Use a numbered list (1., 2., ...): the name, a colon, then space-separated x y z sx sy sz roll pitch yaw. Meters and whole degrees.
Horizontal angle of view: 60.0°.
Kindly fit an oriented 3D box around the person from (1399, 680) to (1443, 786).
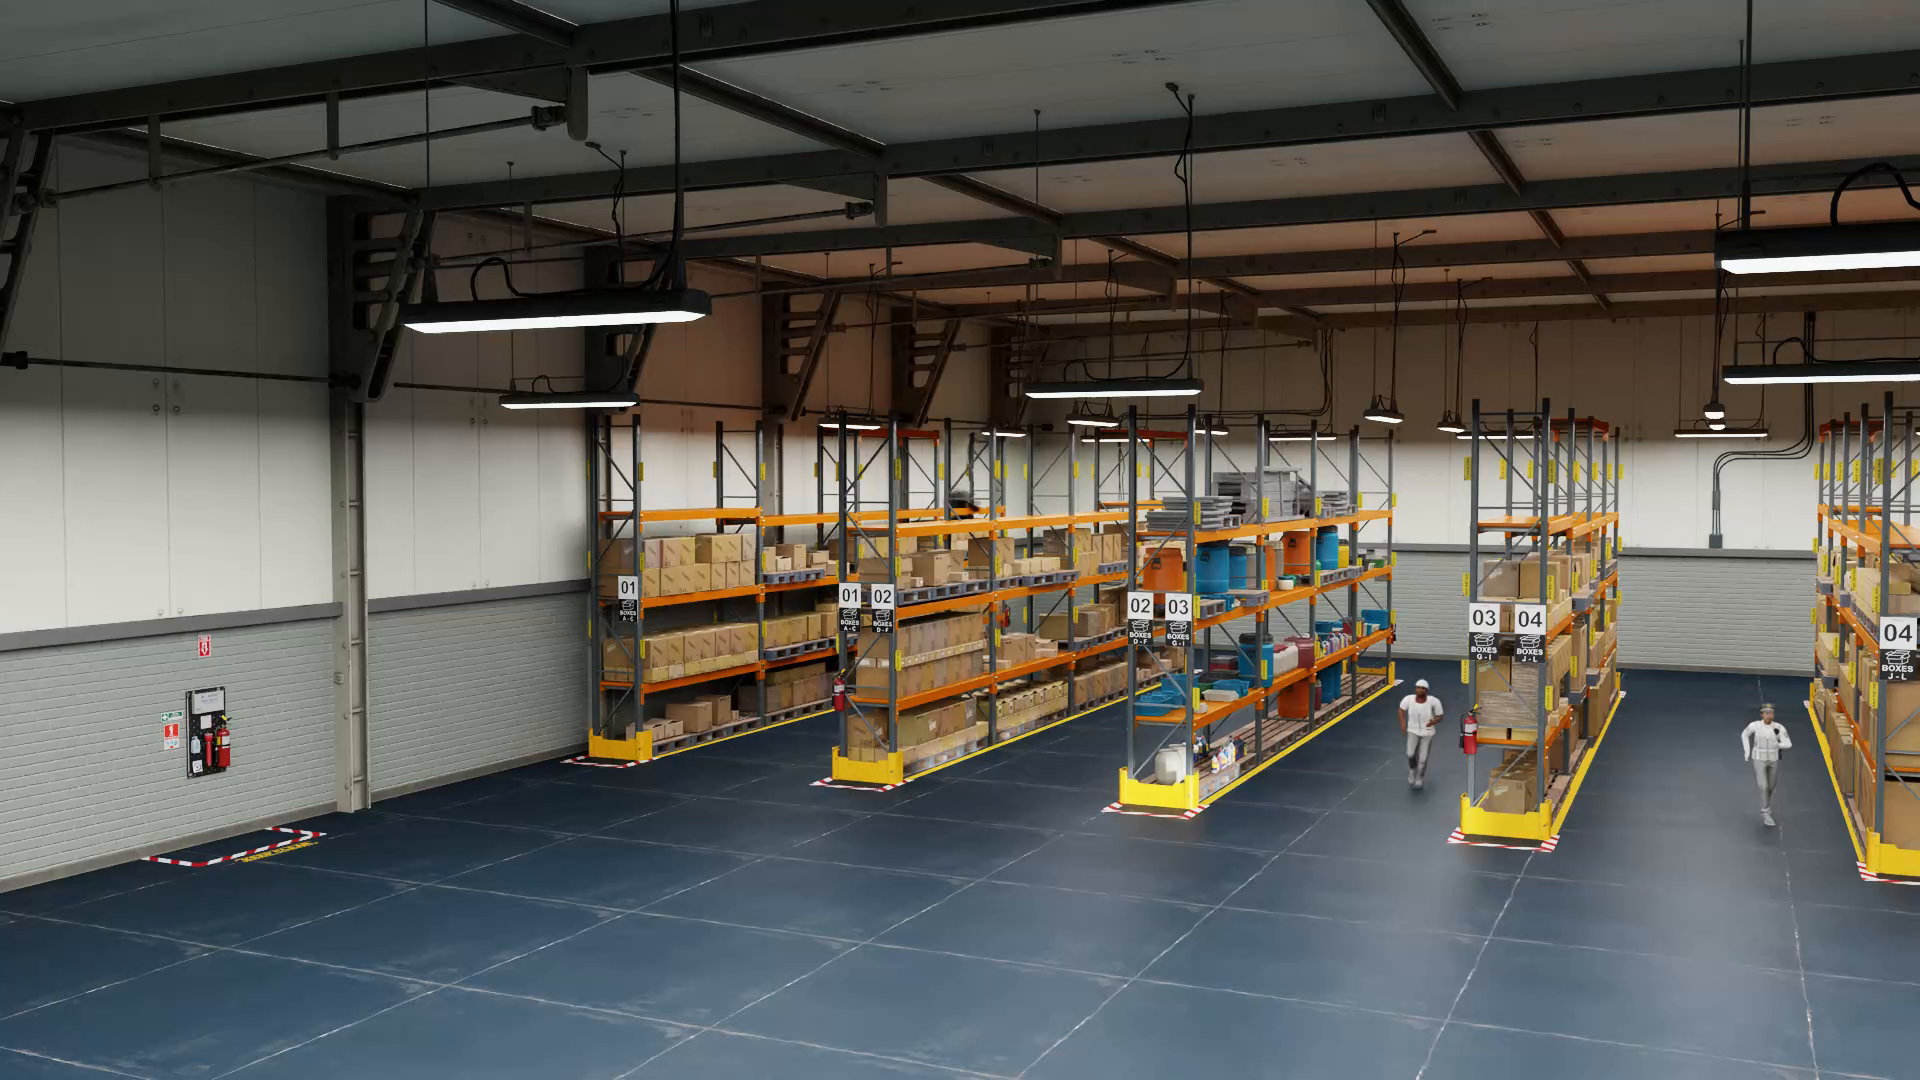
1. person: 7.251 3.049 26.200 0.695 1.717 0.646 1 2 20

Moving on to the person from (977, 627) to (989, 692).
1. person: 0.476 2.692 35.950 0.569 1.654 0.566 1 3 24

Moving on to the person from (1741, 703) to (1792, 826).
1. person: 11.505 3.151 23.720 0.608 1.683 0.942 1 2 15
